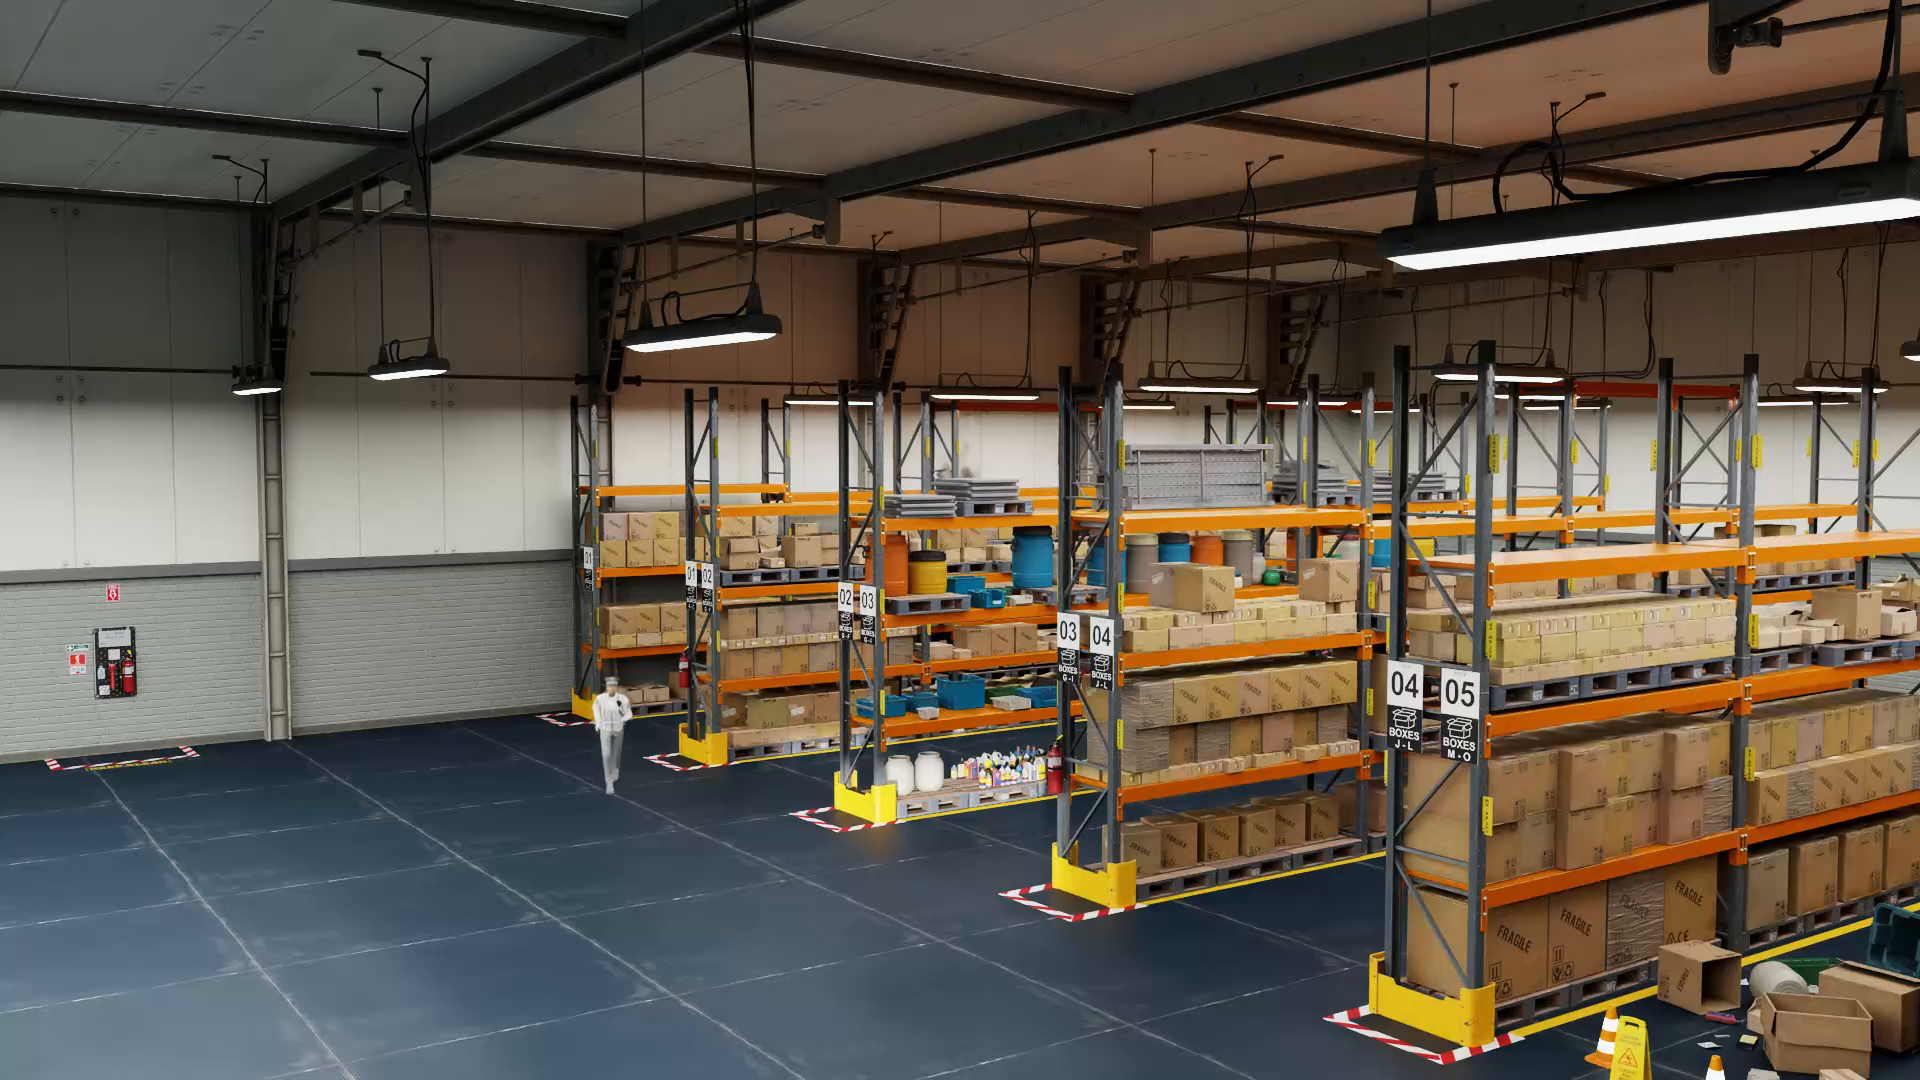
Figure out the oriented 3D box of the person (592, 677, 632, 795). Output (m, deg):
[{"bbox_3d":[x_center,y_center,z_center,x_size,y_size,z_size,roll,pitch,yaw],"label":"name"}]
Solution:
[{"bbox_3d":[-5.149,2.841,24.650,0.569,1.698,0.942,-1,4,-14],"label":"person"}]
